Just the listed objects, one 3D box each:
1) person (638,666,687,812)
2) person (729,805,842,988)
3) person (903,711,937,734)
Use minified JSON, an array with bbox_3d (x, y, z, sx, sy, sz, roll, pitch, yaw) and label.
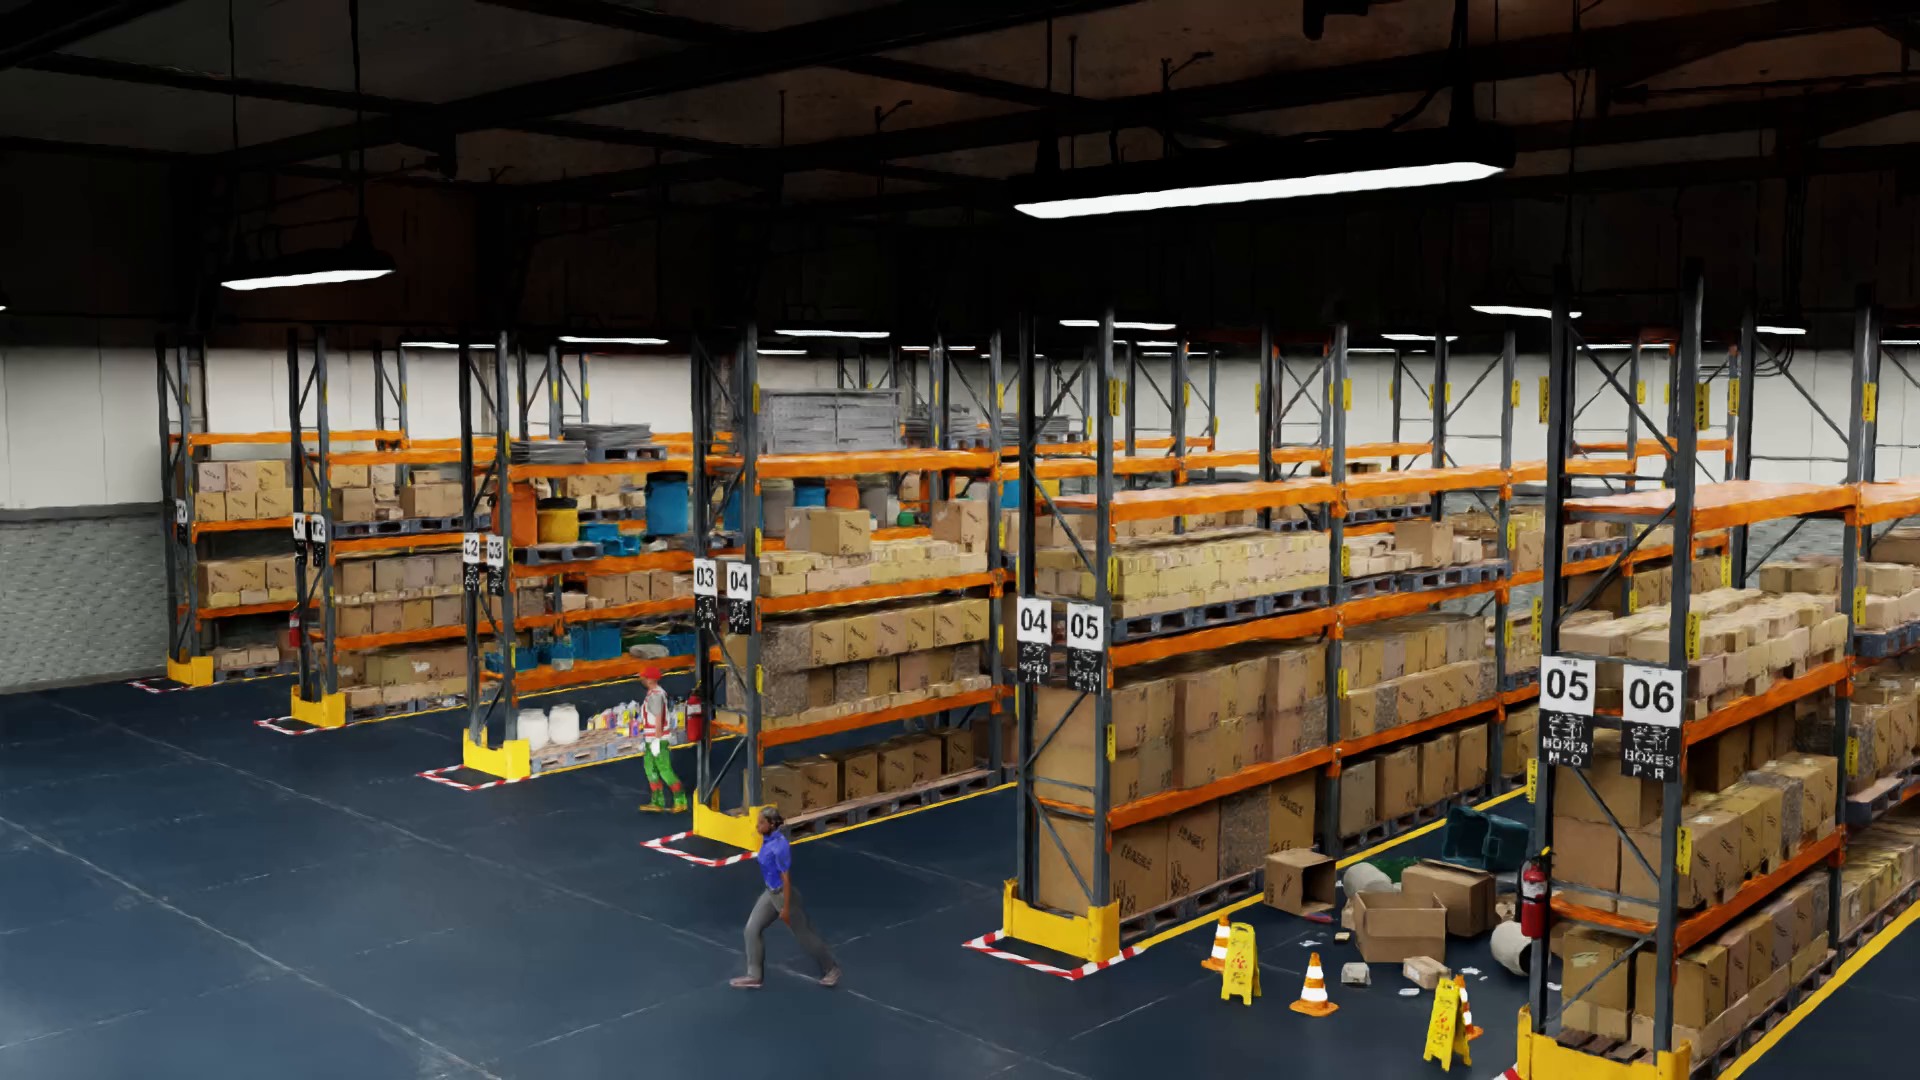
[{"bbox_3d":[-3.597,2.404,20.081,0.573,1.775,0.574,-1,5,-11],"label":"person"},{"bbox_3d":[-1.482,3.038,14.178,0.933,1.591,0.505,-3,6,-26],"label":"person"},{"bbox_3d":[-0.550,2.203,23.109,0.625,1.611,0.582,5,7,41],"label":"person"}]
